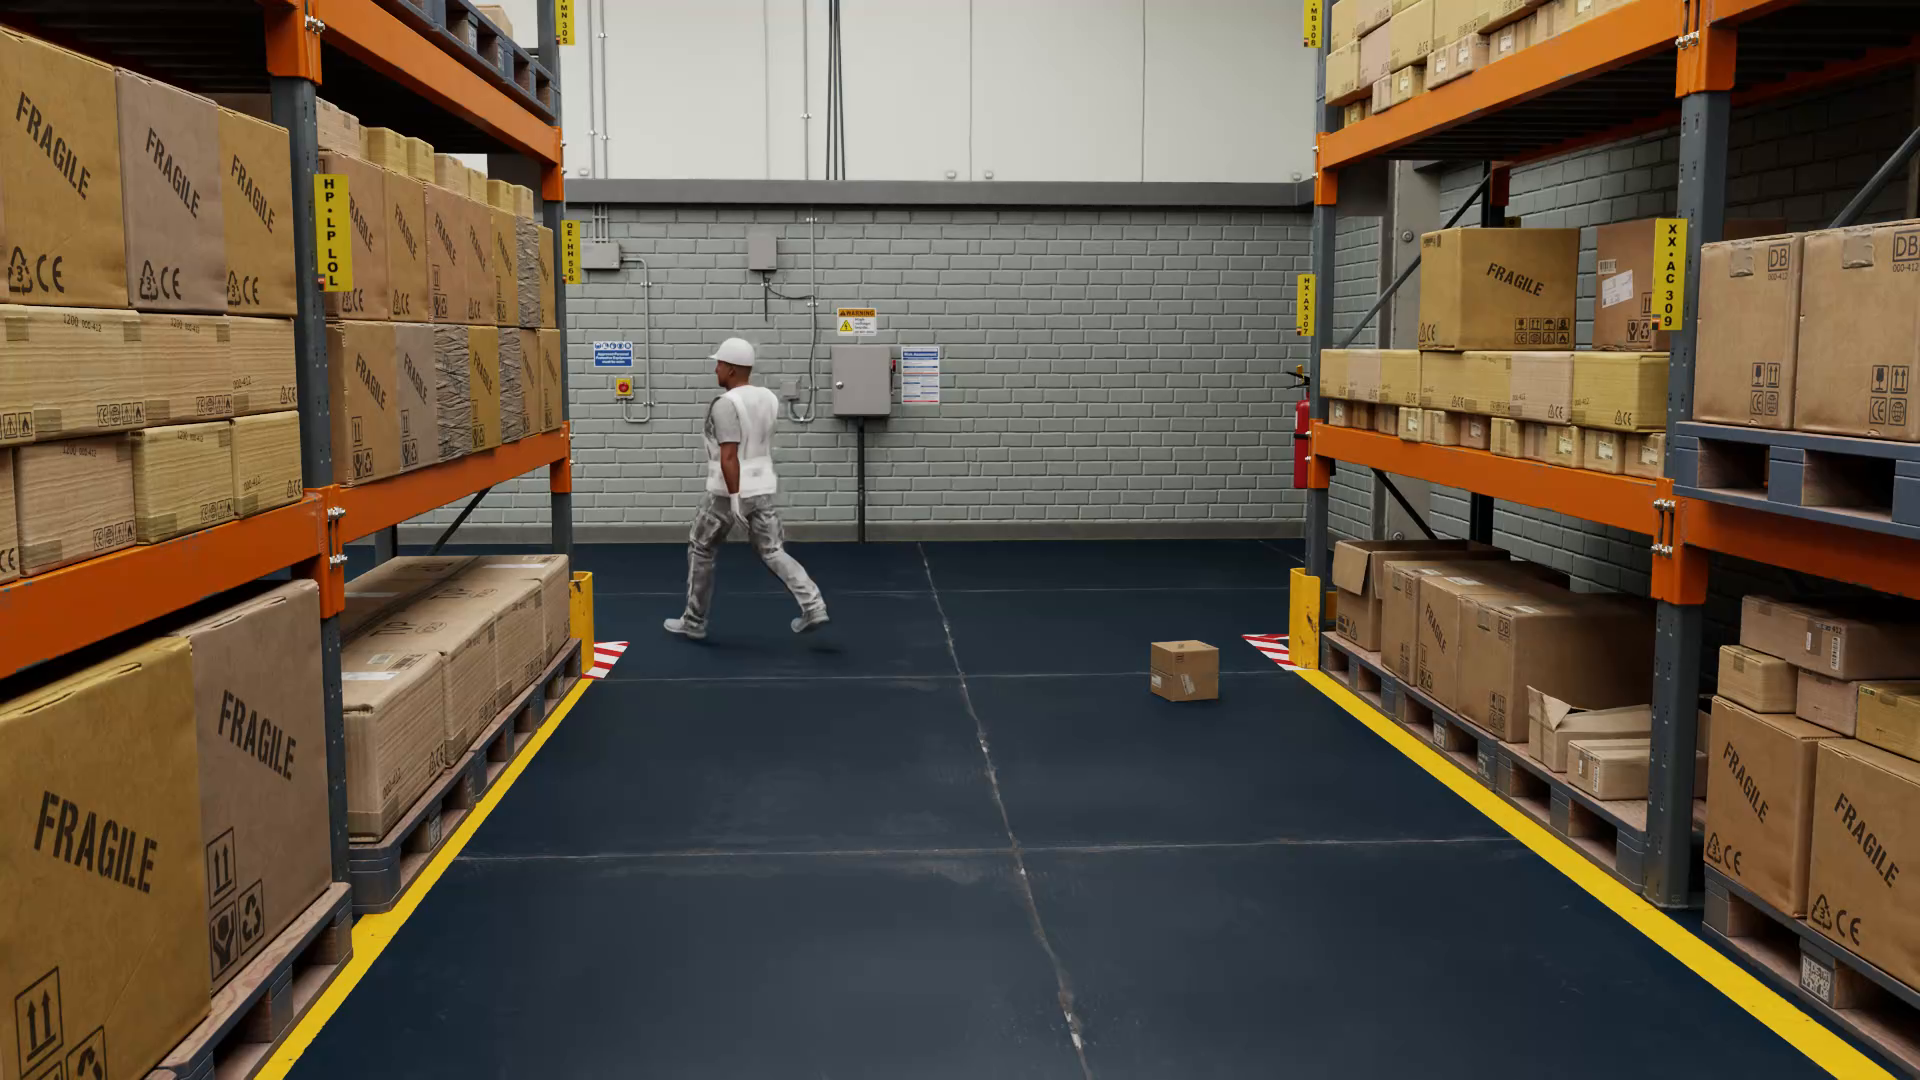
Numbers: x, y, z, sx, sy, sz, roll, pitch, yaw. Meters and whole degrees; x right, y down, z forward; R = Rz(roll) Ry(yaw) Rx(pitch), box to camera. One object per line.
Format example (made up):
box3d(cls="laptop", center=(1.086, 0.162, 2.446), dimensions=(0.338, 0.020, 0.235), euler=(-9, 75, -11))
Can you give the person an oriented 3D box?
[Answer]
box3d(cls="person", center=(-1.245, -0.280, 9.504), dimensions=(1.078, 1.735, 0.538), euler=(5, 8, 36))
